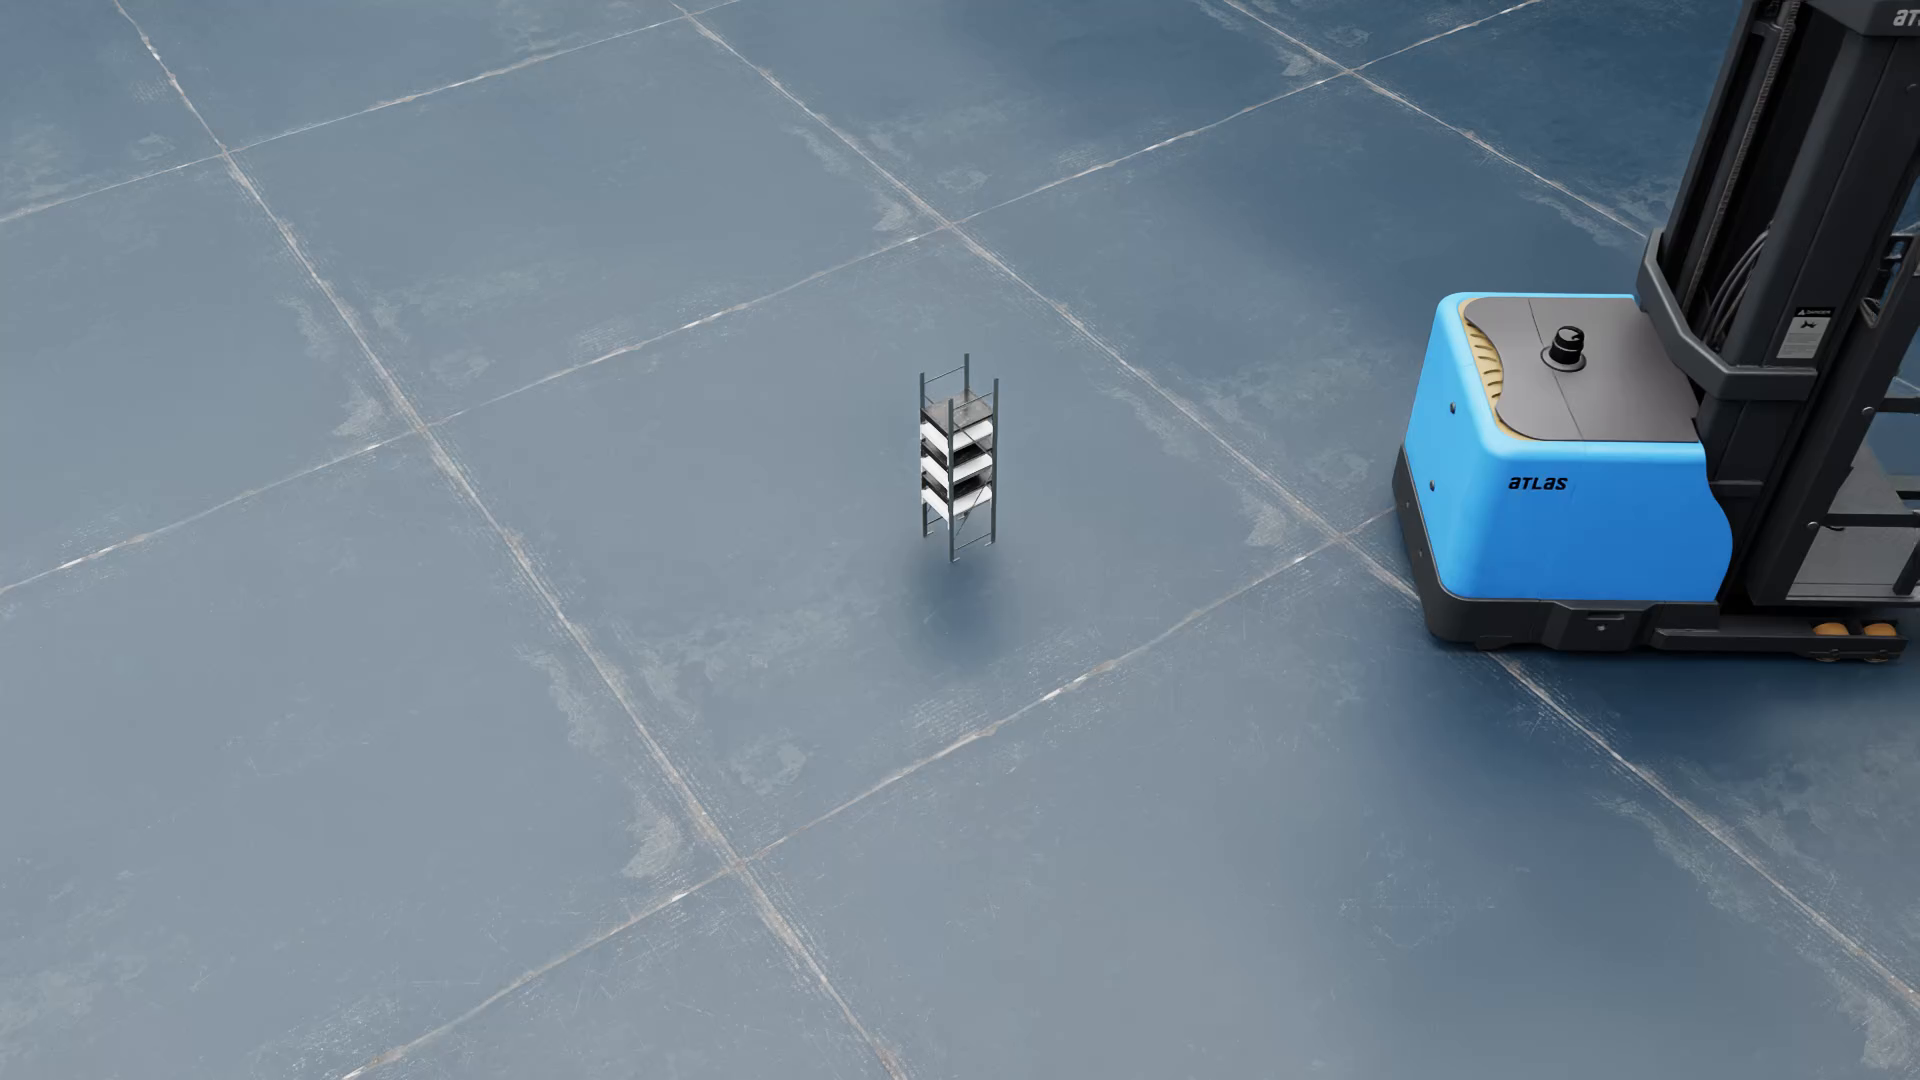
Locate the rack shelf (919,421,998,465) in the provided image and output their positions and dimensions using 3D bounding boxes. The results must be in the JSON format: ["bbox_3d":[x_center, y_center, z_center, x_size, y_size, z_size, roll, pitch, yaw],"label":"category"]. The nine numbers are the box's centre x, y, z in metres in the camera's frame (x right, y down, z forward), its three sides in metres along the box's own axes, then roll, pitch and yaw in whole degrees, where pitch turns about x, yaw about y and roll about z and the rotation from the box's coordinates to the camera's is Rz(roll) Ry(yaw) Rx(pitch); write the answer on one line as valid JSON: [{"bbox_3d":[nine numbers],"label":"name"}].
[{"bbox_3d":[-0.005,-0.436,6.834,0.258,0.077,0.200,-26,49,-24],"label":"rack shelf"}]

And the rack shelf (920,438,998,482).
[{"bbox_3d":[-0.005,-0.371,6.896,0.258,0.077,0.200,-26,49,-24],"label":"rack shelf"}]

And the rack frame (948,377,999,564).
[{"bbox_3d":[0.054,-0.273,6.875,0.240,0.900,0.006,-26,49,-24],"label":"rack frame"}]

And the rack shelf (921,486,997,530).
[{"bbox_3d":[-0.005,-0.176,7.082,0.258,0.077,0.200,-26,49,-24],"label":"rack shelf"}]

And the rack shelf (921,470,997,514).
[{"bbox_3d":[-0.005,-0.241,7.020,0.258,0.077,0.200,-26,49,-24],"label":"rack shelf"}]

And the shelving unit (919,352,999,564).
[{"bbox_3d":[-0.005,-0.330,6.935,0.258,0.900,0.210,-26,49,-24],"label":"shelving unit"}]

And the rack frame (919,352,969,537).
[{"bbox_3d":[-0.063,-0.388,6.995,0.240,0.900,0.006,-26,49,-24],"label":"rack frame"}]

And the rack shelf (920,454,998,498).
[{"bbox_3d":[-0.005,-0.306,6.958,0.258,0.077,0.200,-26,49,-24],"label":"rack shelf"}]

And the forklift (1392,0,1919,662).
[{"bbox_3d":[3.426,-0.939,6.102,3.031,2.935,1.130,1,44,1],"label":"forklift"}]

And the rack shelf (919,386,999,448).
[{"bbox_3d":[-0.005,-0.501,6.772,0.258,0.077,0.200,-26,49,-24],"label":"rack shelf"}]
